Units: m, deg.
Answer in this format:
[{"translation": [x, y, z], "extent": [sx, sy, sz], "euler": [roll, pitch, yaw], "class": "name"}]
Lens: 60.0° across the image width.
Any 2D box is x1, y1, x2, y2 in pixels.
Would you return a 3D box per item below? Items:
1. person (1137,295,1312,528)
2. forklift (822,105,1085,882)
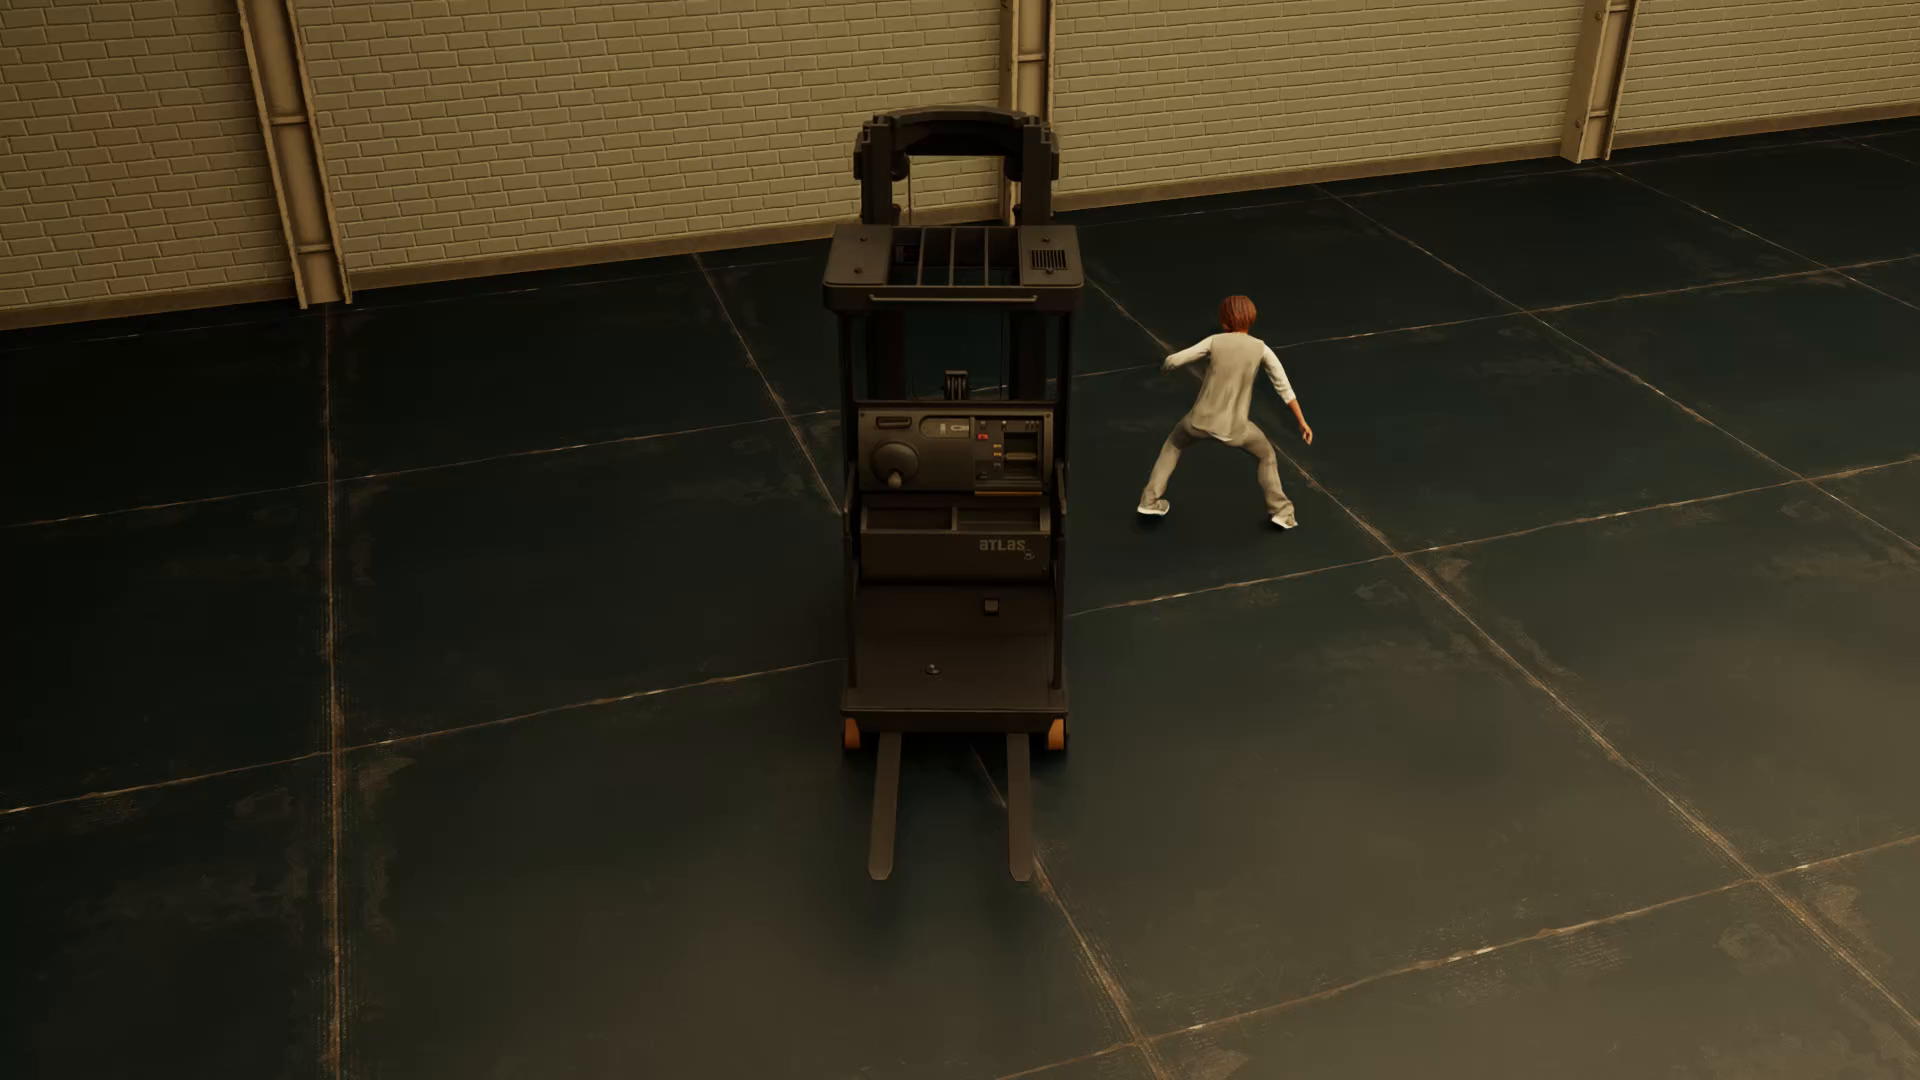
[{"translation": [1.610, -0.683, 9.845], "extent": [0.985, 1.527, 0.496], "euler": [10, 31, 17], "class": "person"}, {"translation": [-0.023, -0.385, 7.756], "extent": [1.130, 2.935, 3.031], "euler": [0, 30, 1], "class": "forklift"}]
